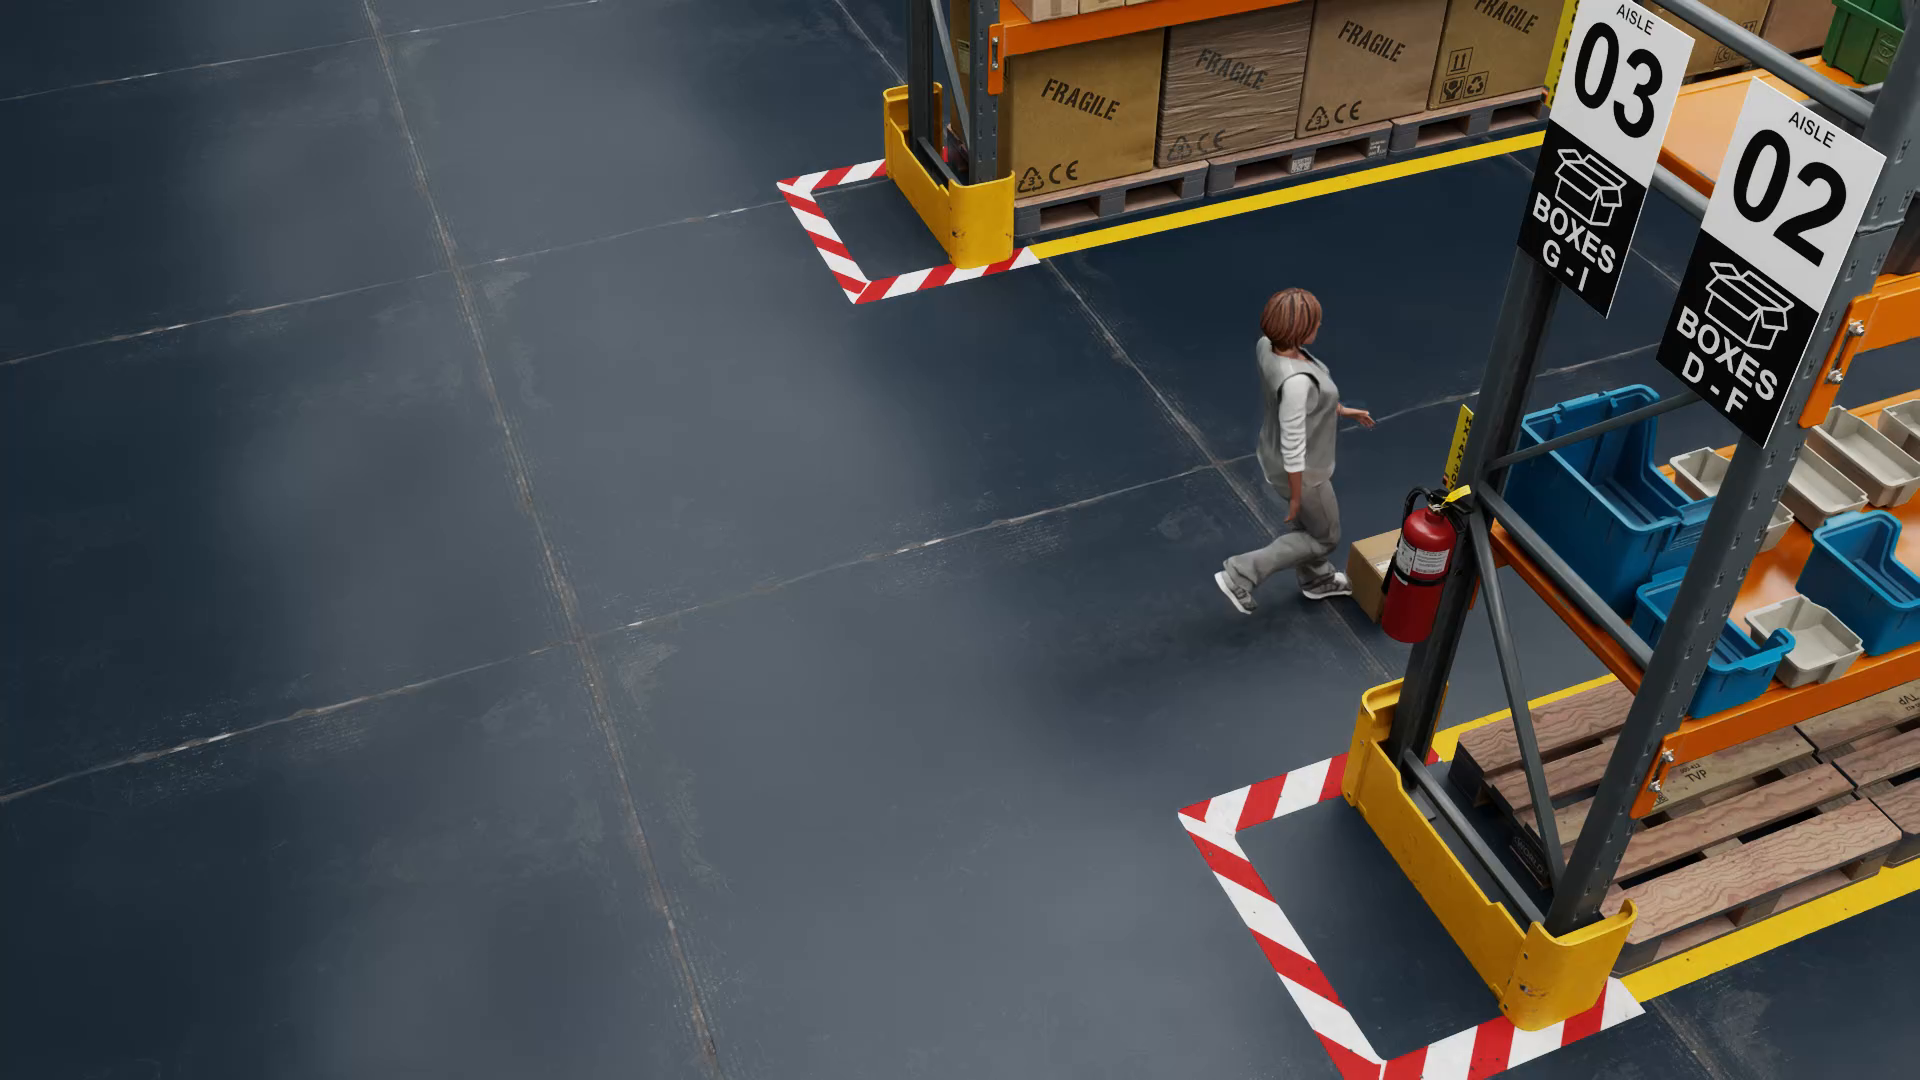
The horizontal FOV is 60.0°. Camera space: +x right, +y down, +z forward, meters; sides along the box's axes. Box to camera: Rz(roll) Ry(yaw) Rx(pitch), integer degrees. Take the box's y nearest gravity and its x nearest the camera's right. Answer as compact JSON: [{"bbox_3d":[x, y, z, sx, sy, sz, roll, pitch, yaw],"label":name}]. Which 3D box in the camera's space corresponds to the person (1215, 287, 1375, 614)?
[{"bbox_3d":[1.381,-0.304,6.513,0.700,1.555,0.478,-4,43,-5],"label":"person"}]
